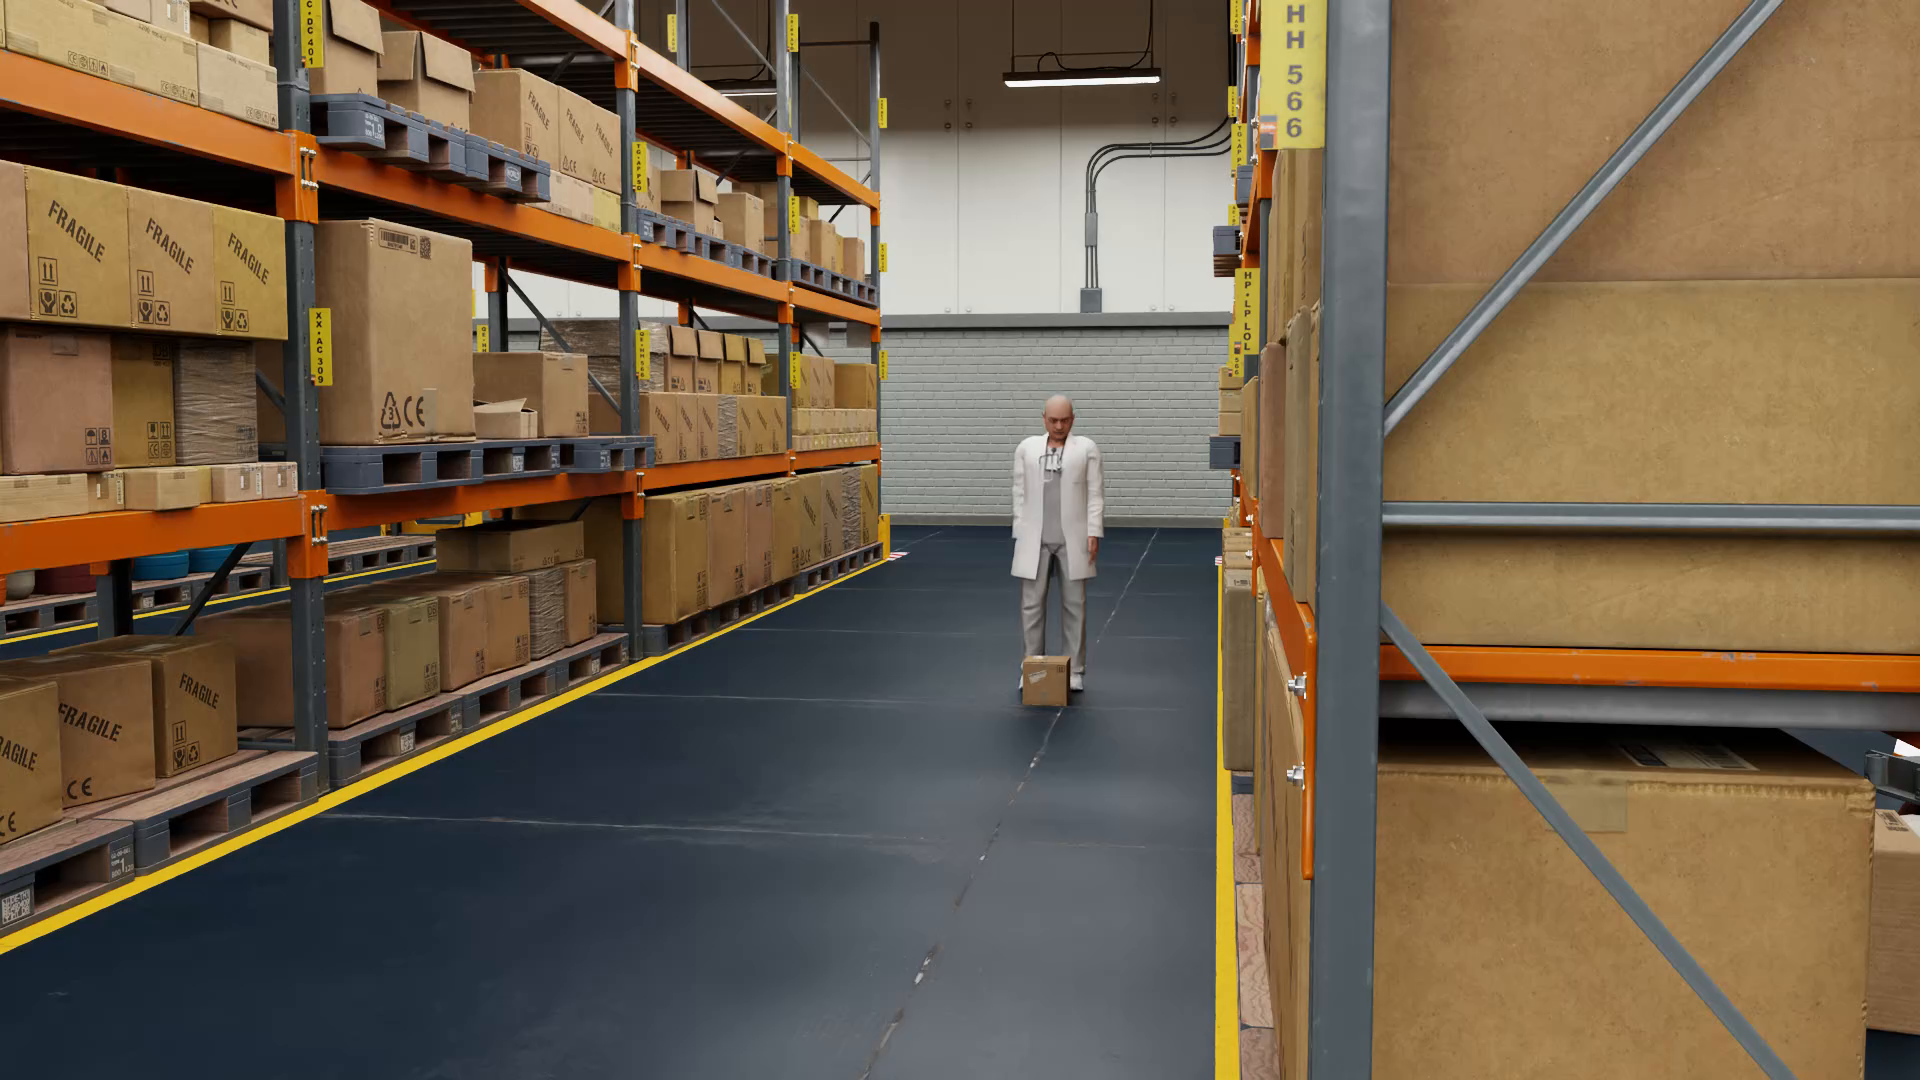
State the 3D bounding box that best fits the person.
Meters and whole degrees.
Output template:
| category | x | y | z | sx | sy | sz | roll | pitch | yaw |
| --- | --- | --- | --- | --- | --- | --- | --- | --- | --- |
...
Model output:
| category | x | y | z | sx | sy | sz | roll | pitch | yaw |
| --- | --- | --- | --- | --- | --- | --- | --- | --- | --- |
| person | 0.585 | 0.015 | 9.976 | 0.564 | 1.769 | 0.377 | 1 | 4 | 9 |
